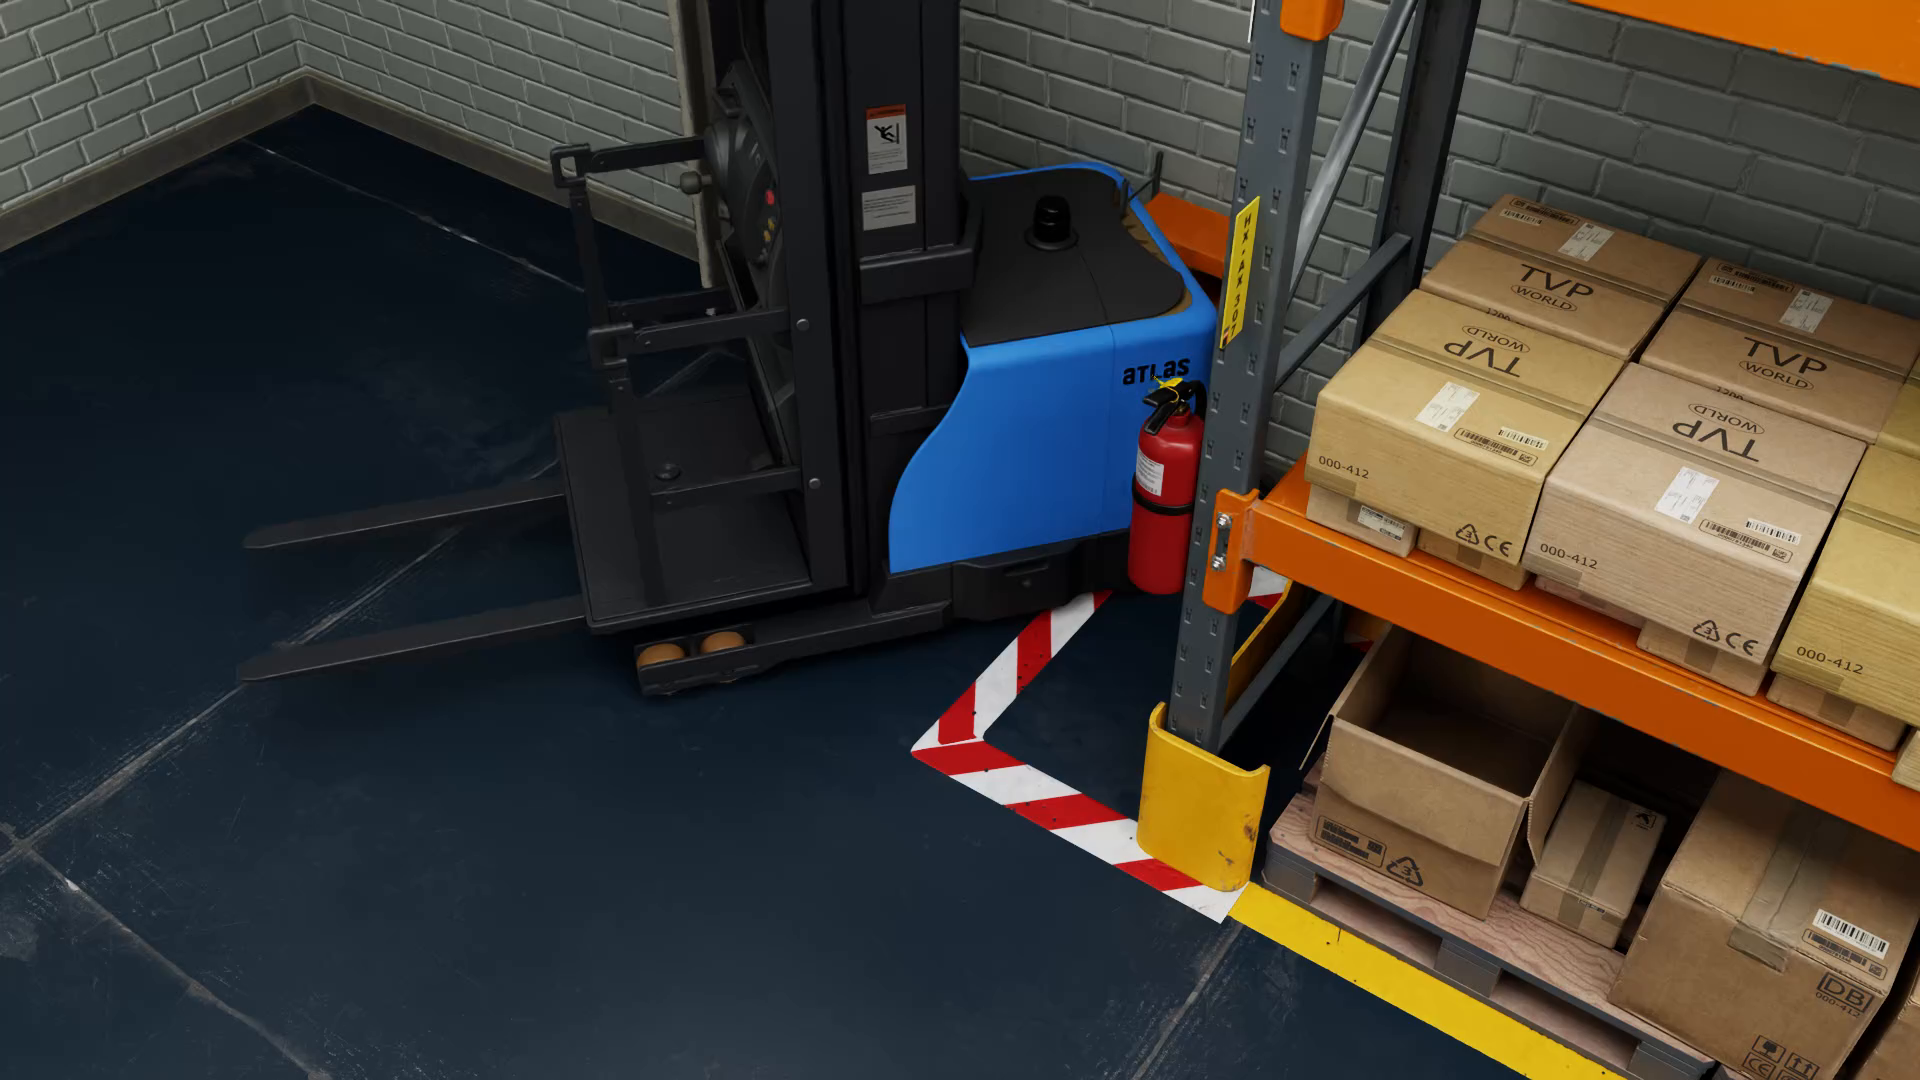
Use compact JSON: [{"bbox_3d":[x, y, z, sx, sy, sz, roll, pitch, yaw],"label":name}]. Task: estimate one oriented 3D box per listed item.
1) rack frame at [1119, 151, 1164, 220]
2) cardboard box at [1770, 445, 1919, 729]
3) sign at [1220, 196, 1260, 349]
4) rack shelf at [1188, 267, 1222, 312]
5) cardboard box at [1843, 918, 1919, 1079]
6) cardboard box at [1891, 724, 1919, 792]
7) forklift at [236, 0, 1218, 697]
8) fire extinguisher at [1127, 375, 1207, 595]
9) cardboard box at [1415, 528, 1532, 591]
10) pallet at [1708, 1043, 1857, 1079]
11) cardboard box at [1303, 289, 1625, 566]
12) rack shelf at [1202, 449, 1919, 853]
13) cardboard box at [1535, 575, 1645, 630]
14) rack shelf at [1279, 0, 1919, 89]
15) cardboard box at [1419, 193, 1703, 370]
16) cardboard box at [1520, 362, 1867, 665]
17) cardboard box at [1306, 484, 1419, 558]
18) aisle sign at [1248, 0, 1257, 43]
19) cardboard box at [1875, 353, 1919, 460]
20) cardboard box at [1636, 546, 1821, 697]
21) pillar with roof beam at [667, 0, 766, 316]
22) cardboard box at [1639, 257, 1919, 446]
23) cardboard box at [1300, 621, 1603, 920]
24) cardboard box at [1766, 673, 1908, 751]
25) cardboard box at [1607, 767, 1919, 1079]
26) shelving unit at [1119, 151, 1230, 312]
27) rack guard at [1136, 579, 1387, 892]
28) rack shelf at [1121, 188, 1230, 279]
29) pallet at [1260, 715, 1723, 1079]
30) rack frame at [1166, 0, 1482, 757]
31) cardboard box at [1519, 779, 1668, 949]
[{"bbox_3d":[0.560,-0.743,5.679,0.015,1.200,0.240,26,47,23],"label":"rack frame"},{"bbox_3d":[1.943,0.122,3.254,0.500,0.250,0.500,24,47,25],"label":"cardboard box"},{"bbox_3d":[0.585,-0.556,3.472,0.005,0.325,0.100,25,48,25],"label":"sign"},{"bbox_3d":[0.767,-0.760,5.477,0.480,0.148,0.258,26,47,23],"label":"rack shelf"},{"bbox_3d":[2.396,1.137,3.789,0.500,0.500,0.500,26,48,26],"label":"cardboard box"},{"bbox_3d":[2.034,0.360,3.286,0.250,0.149,0.380,24,47,24],"label":"cardboard box"},{"bbox_3d":[-0.791,-1.000,4.670,3.031,2.935,1.130,-11,43,-12],"label":"forklift"},{"bbox_3d":[0.510,-0.165,4.023,0.183,0.674,0.296,25,48,25],"label":"fire extinguisher"},{"bbox_3d":[1.243,-0.088,3.787,0.250,0.149,0.380,26,48,26],"label":"cardboard box"},{"bbox_3d":[2.606,1.311,4.126,1.213,0.211,1.003,25,48,25],"label":"pallet"},{"bbox_3d":[1.113,-0.263,3.684,0.500,0.250,0.500,25,48,26],"label":"cardboard box"},{"bbox_3d":[2.534,0.505,3.476,4.000,0.370,1.077,25,48,25],"label":"rack shelf"},{"bbox_3d":[1.478,-0.006,3.696,0.250,0.149,0.380,24,47,25],"label":"cardboard box"},{"bbox_3d":[2.534,-0.613,2.476,4.000,0.370,1.077,25,48,25],"label":"rack shelf"},{"bbox_3d":[1.425,-0.553,4.008,0.500,0.250,0.500,26,48,26],"label":"cardboard box"},{"bbox_3d":[1.526,-0.070,3.469,0.500,0.250,0.500,26,48,26],"label":"cardboard box"},{"bbox_3d":[1.008,-0.160,3.868,0.250,0.149,0.380,25,47,25],"label":"cardboard box"},{"bbox_3d":[0.672,-1.364,3.075,0.004,0.787,0.394,25,48,25],"label":"aisle sign"},{"bbox_3d":[2.249,-0.163,3.572,0.500,0.250,0.500,27,48,27],"label":"cardboard box"},{"bbox_3d":[1.650,0.124,3.550,0.250,0.149,0.380,27,48,27],"label":"cardboard box"},{"bbox_3d":[-3.266,-1.939,1.169,0.400,9.000,9.100,25,48,25],"label":"pillar with roof beam"},{"bbox_3d":[1.847,-0.355,3.786,0.500,0.250,0.500,25,48,25],"label":"cardboard box"},{"bbox_3d":[1.343,0.531,4.465,0.637,0.503,0.797,23,47,24],"label":"cardboard box"},{"bbox_3d":[1.870,0.223,3.440,0.250,0.149,0.380,26,48,26],"label":"cardboard box"},{"bbox_3d":[2.020,0.880,4.076,0.500,0.500,0.700,27,48,27],"label":"cardboard box"},{"bbox_3d":[0.761,-0.645,5.583,0.503,1.200,0.258,26,47,23],"label":"shelving unit"},{"bbox_3d":[0.958,0.431,4.893,0.348,0.500,1.175,25,48,25],"label":"rack guard"},{"bbox_3d":[0.775,-0.934,5.317,0.480,0.148,0.258,26,47,23],"label":"rack shelf"},{"bbox_3d":[1.612,0.844,4.649,1.213,0.211,1.003,25,48,25],"label":"pallet"},{"bbox_3d":[0.896,-0.529,4.092,0.127,3.000,1.000,25,48,25],"label":"rack frame"},{"bbox_3d":[1.668,0.847,4.377,0.250,0.149,0.380,23,47,24],"label":"cardboard box"}]
